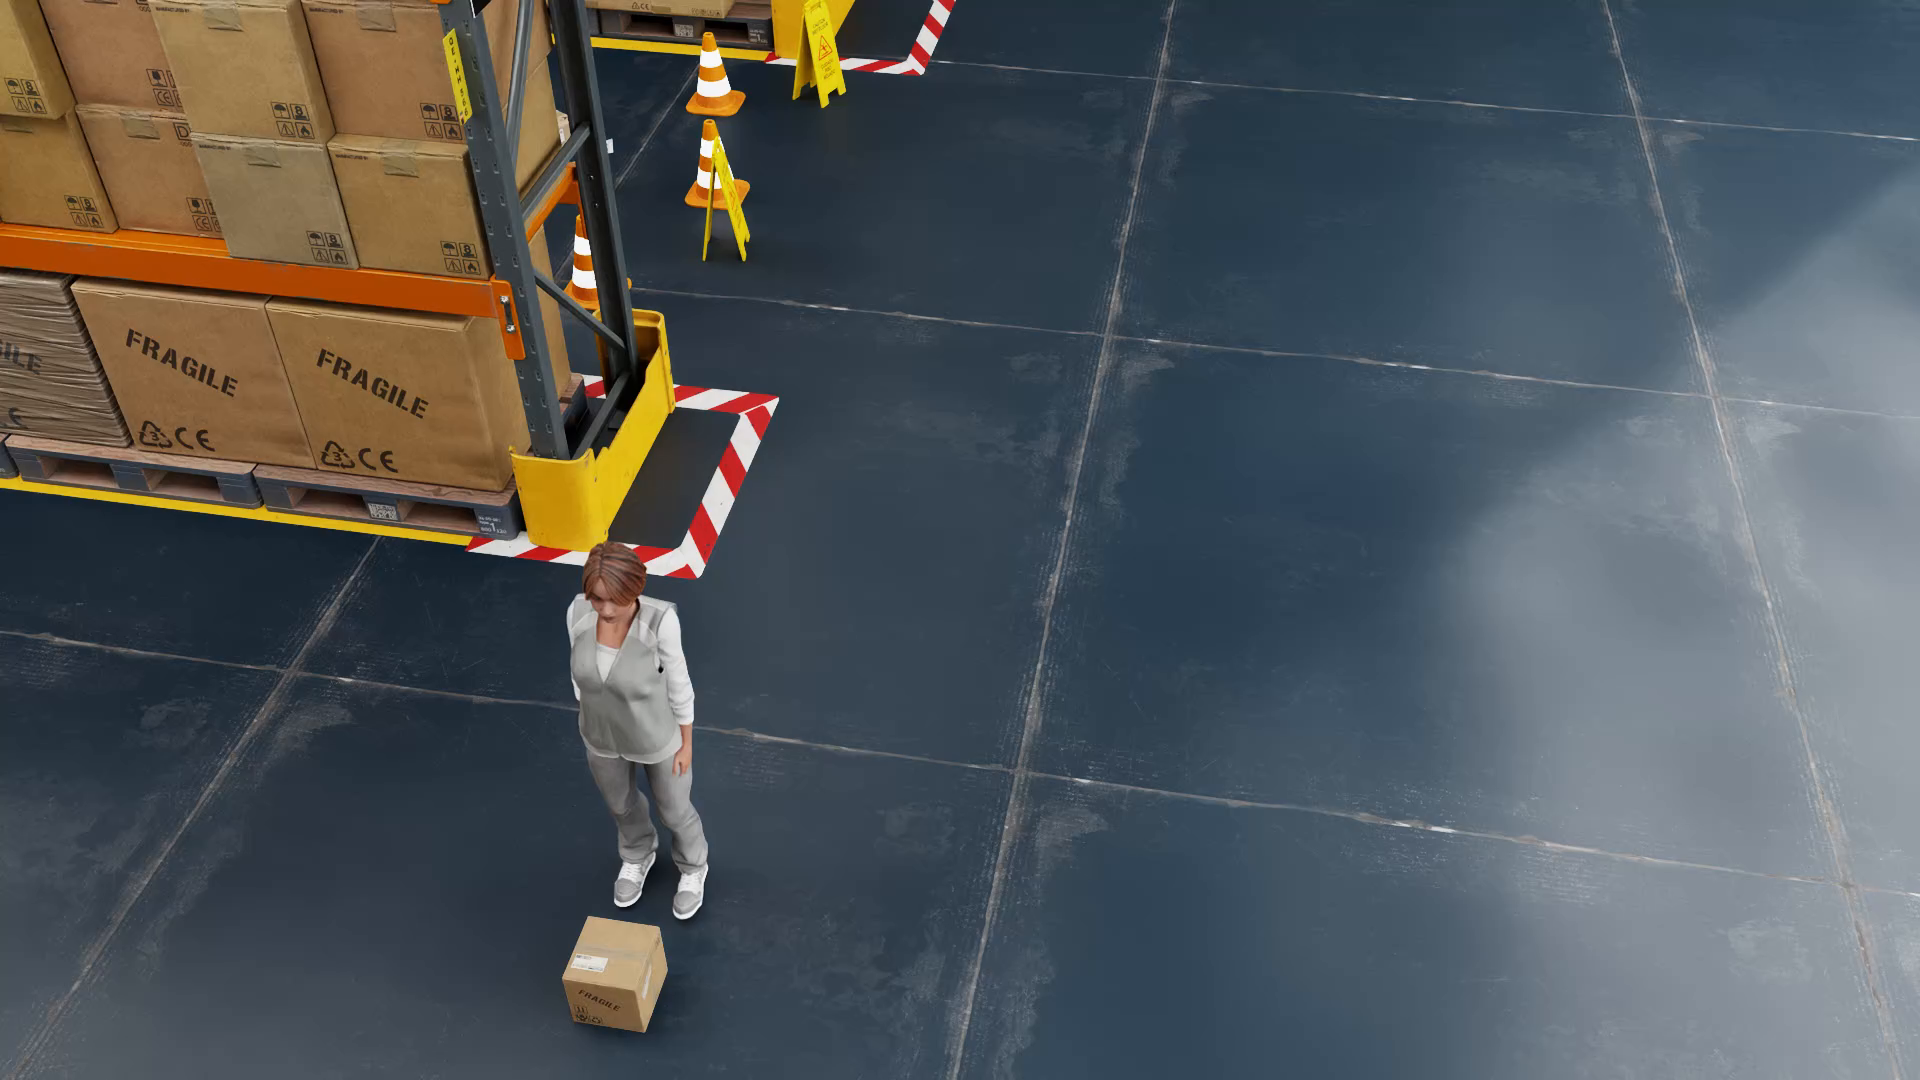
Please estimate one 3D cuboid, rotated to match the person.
[{"bbox_3d":[-1.044,0.636,5.439,0.406,1.596,0.310,7,42,8],"label":"person"}]
